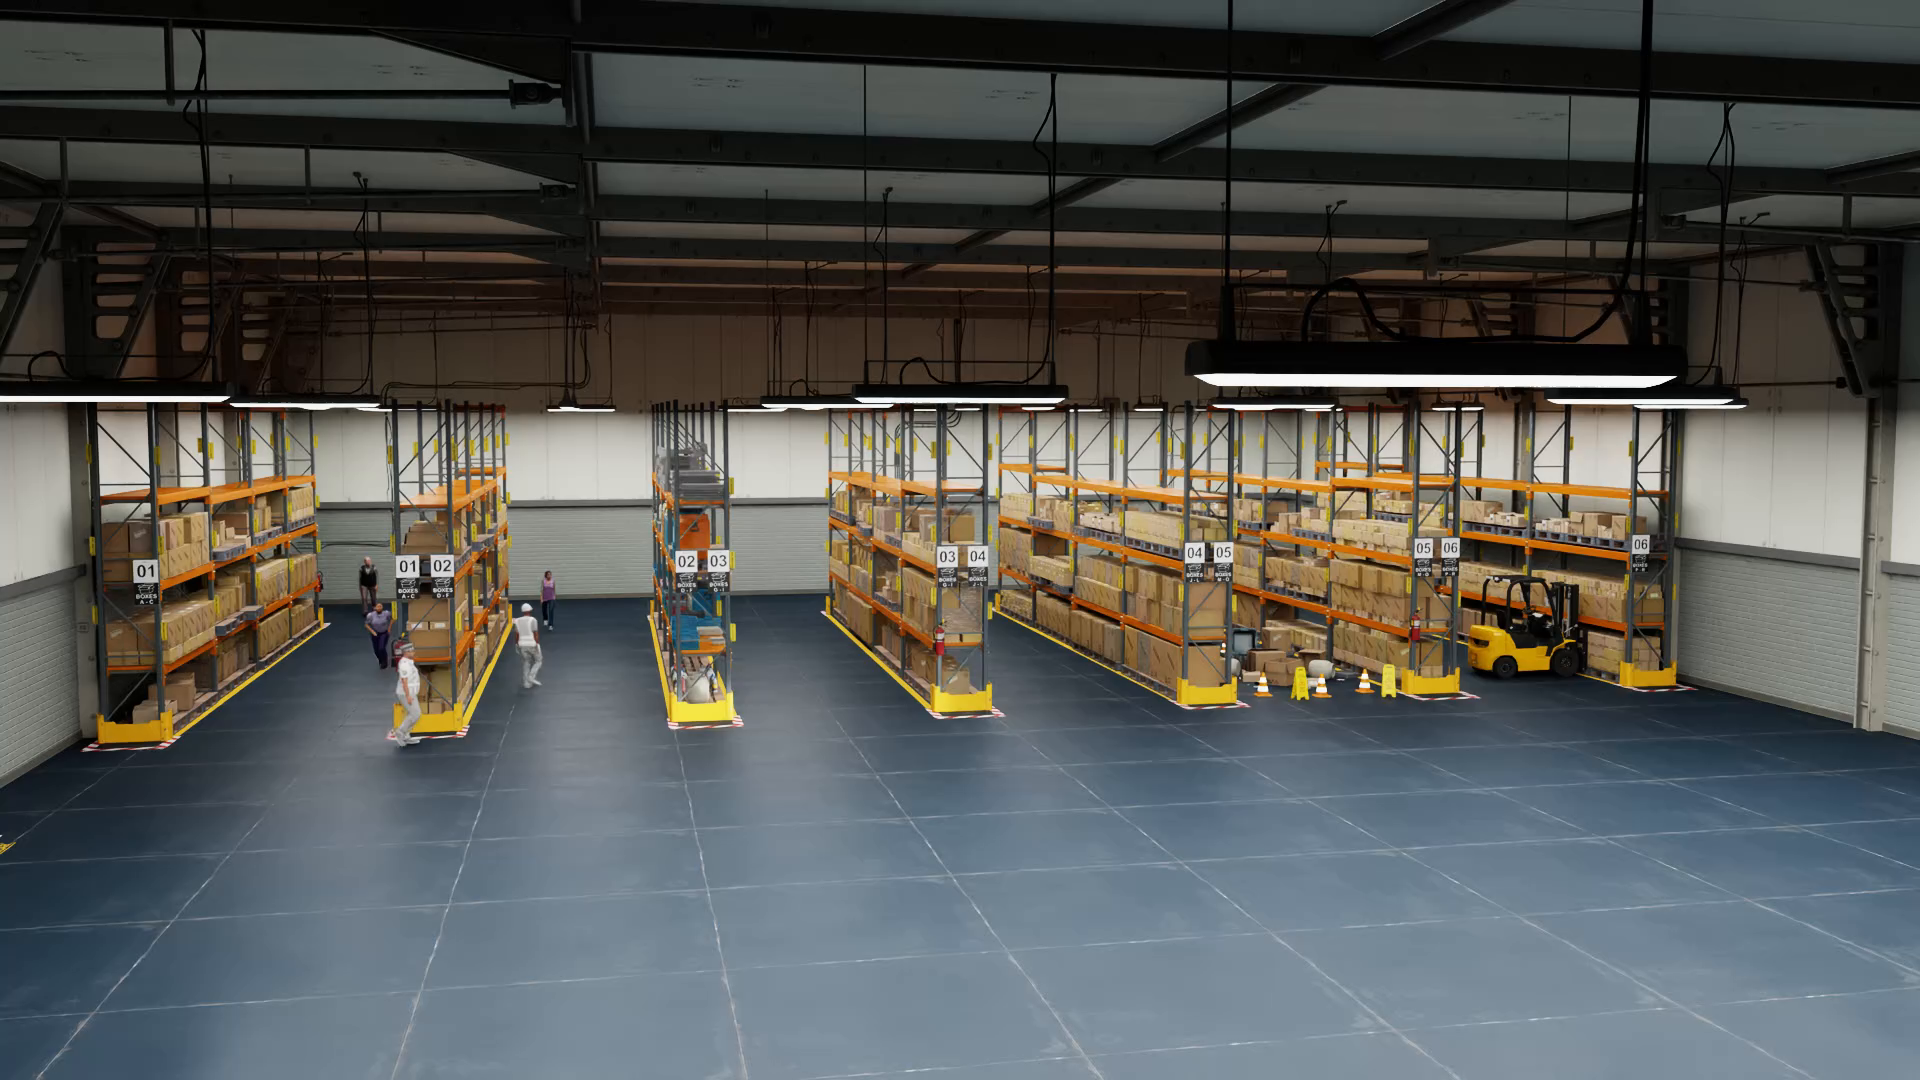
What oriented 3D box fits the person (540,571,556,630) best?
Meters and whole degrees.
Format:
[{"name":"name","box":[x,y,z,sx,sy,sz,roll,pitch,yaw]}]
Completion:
[{"name":"person","box":[-10.989,1.584,44.367,0.409,1.551,0.899,-1,4,-13]}]

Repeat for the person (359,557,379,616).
[{"name":"person","box":[-16.845,1.308,47.405,0.548,1.680,0.948,-1,4,-15]}]

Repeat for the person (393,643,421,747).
[{"name":"person","box":[-9.569,2.661,28.742,0.472,1.772,0.569,-1,4,-16]}]

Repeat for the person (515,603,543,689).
[{"name":"person","box":[-9.030,2.216,34.701,0.595,1.768,0.542,1,4,8]}]

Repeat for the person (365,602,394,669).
[{"name":"person","box":[-13.000,2.137,37.254,0.536,1.561,0.748,0,4,-3]}]
